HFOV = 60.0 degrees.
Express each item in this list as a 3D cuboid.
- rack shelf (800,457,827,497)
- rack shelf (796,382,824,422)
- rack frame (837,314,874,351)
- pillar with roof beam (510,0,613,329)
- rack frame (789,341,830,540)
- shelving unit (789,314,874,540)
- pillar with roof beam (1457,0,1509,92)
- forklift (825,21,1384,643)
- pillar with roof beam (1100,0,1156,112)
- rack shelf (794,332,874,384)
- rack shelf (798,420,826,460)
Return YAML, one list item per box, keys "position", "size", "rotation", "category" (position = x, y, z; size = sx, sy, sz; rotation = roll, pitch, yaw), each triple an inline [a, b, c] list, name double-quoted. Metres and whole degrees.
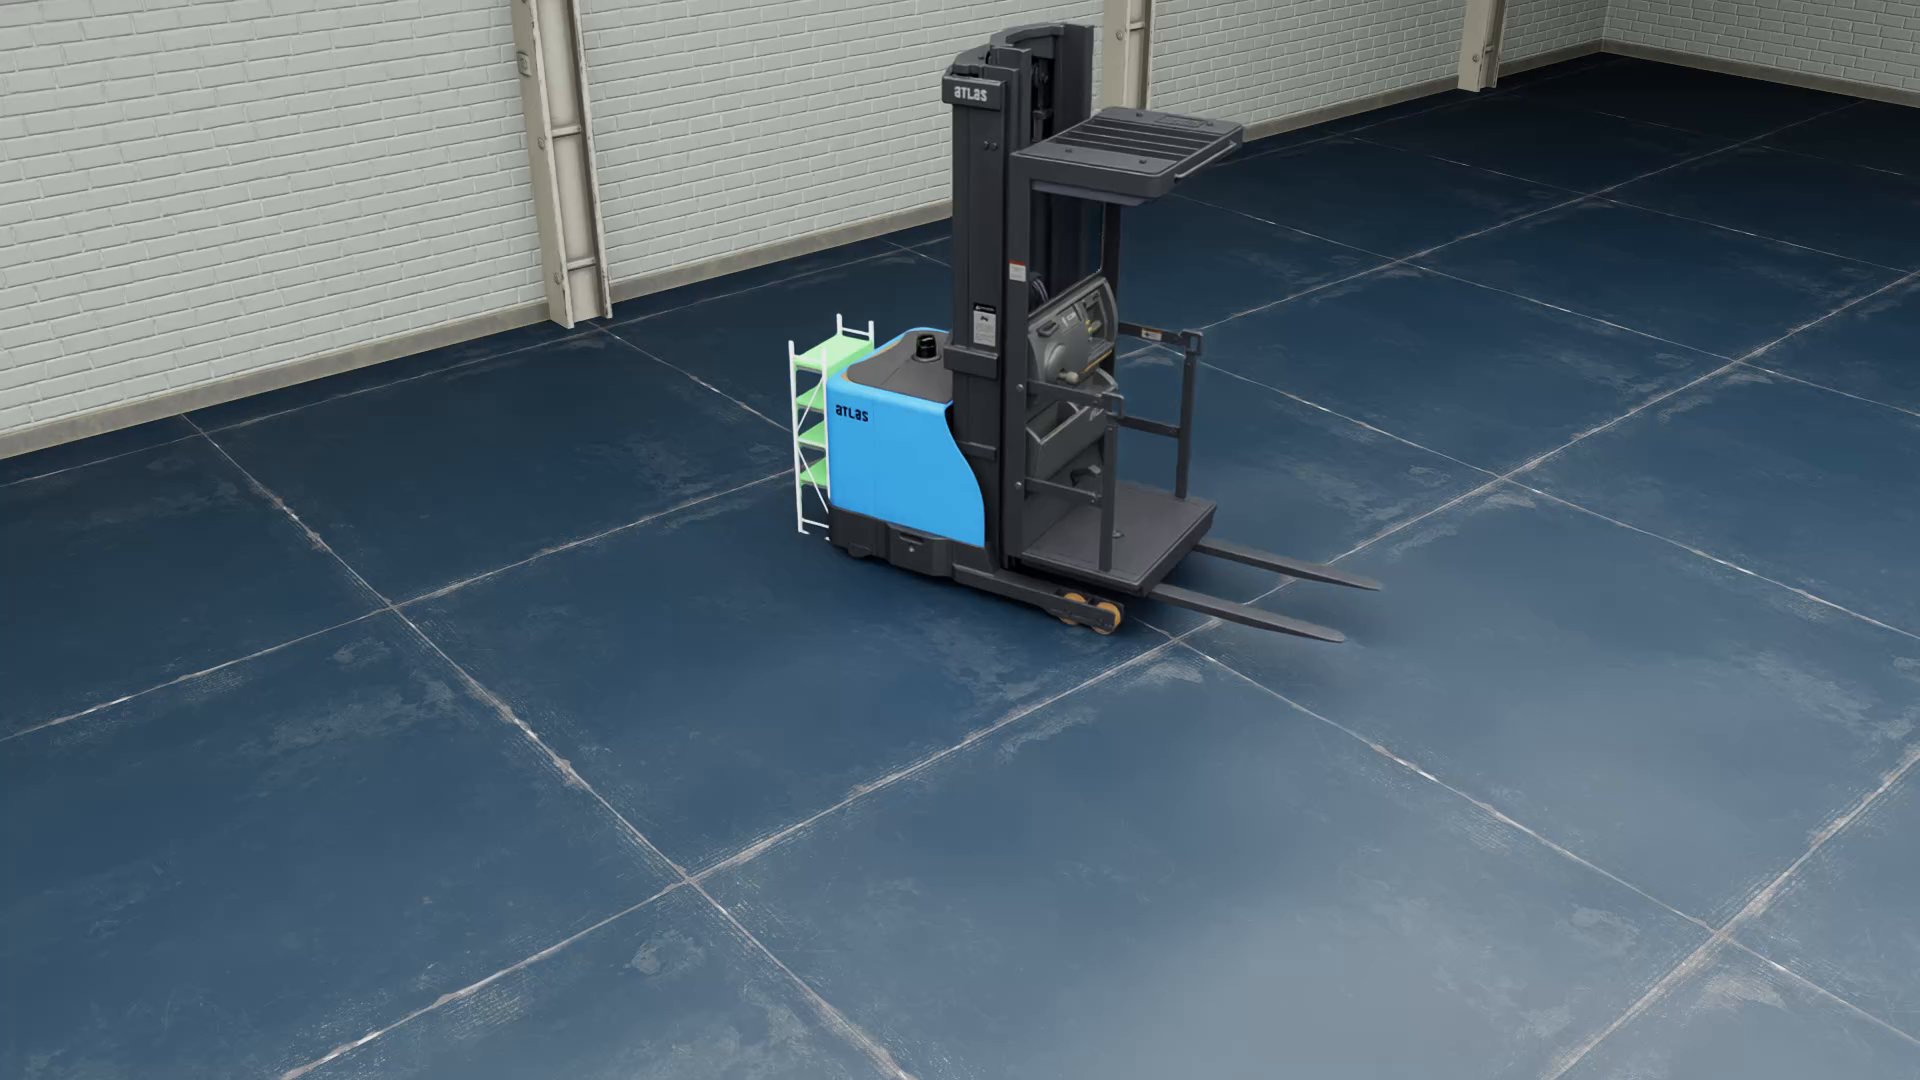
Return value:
- position: [-0.727, -0.386, 9.844]
  size: [0.258, 0.148, 0.480]
  rotation: [15, 32, 26]
  category: "rack shelf"
- position: [-0.727, -0.809, 9.618]
  size: [0.258, 0.148, 0.480]
  rotation: [15, 32, 26]
  category: "rack shelf"
- position: [-0.606, -0.754, 9.888]
  size: [0.240, 1.200, 0.015]
  rotation: [15, 32, 26]
  category: "rack frame"
- position: [-0.171, -4.166, 7.997]
  size: [0.400, 9.000, 9.100]
  rotation: [-22, 35, -35]
  category: "pillar with roof beam"
- position: [-0.848, -0.554, 9.514]
  size: [0.240, 1.200, 0.015]
  rotation: [15, 32, 26]
  category: "rack frame"
- position: [-0.727, -0.654, 9.701]
  size: [0.258, 1.200, 0.503]
  rotation: [15, 32, 26]
  category: "shelving unit"
- position: [8.958, -7.836, 14.866]
  size: [0.400, 9.000, 9.100]
  rotation: [-22, 35, -35]
  category: "pillar with roof beam"
- position: [0.776, -1.080, 8.661]
  size: [3.031, 2.935, 1.130]
  rotation: [15, 32, 26]
  category: "forklift"
- position: [4.393, -6.001, 11.432]
  size: [0.400, 9.000, 9.100]
  rotation: [-22, 35, -35]
  category: "pillar with roof beam"
- position: [-0.727, -1.021, 9.505]
  size: [0.258, 0.148, 0.480]
  rotation: [15, 32, 26]
  category: "rack shelf"
- position: [-0.727, -0.598, 9.731]
  size: [0.258, 0.148, 0.480]
  rotation: [15, 32, 26]
  category: "rack shelf"
